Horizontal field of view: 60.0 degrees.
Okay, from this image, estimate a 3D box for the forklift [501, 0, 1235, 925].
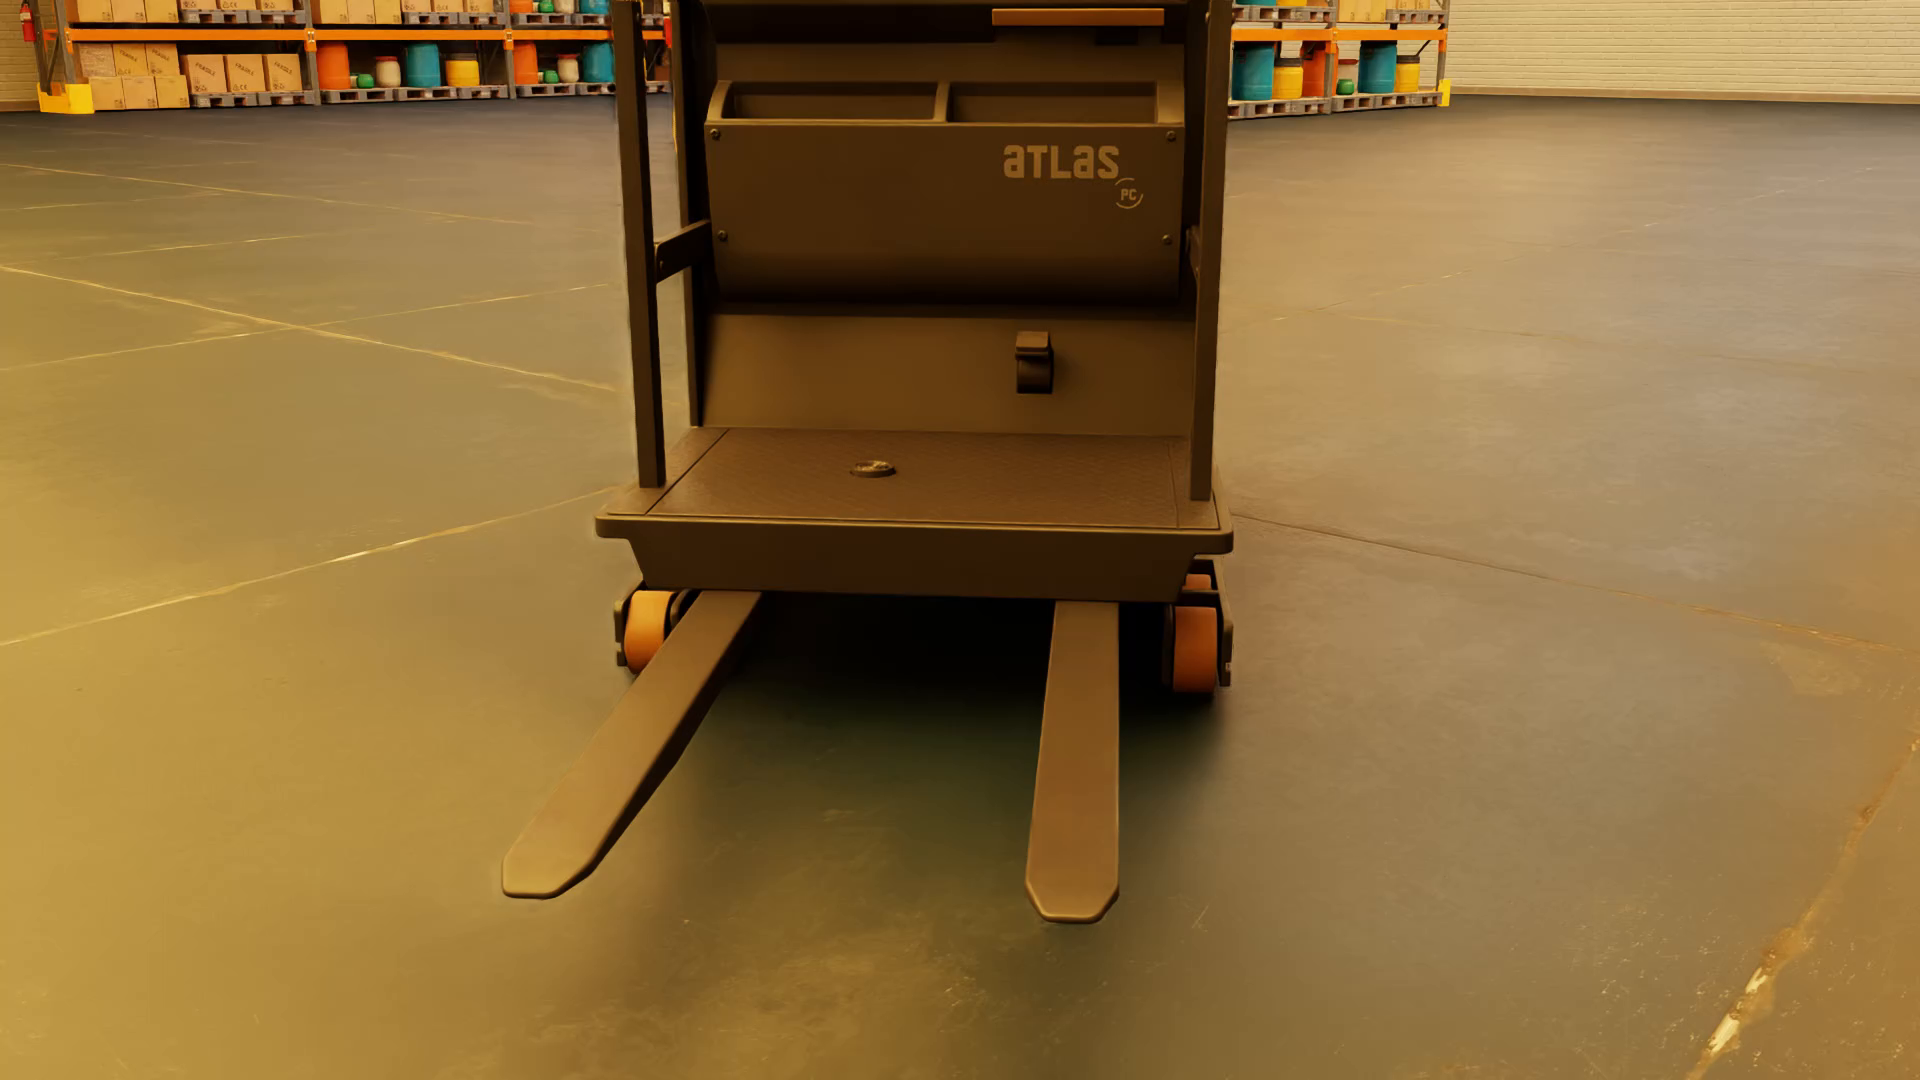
[{"bbox_3d":[-0.045,-1.222,2.922,1.130,2.935,3.031,2,17,5],"label":"forklift"}]
